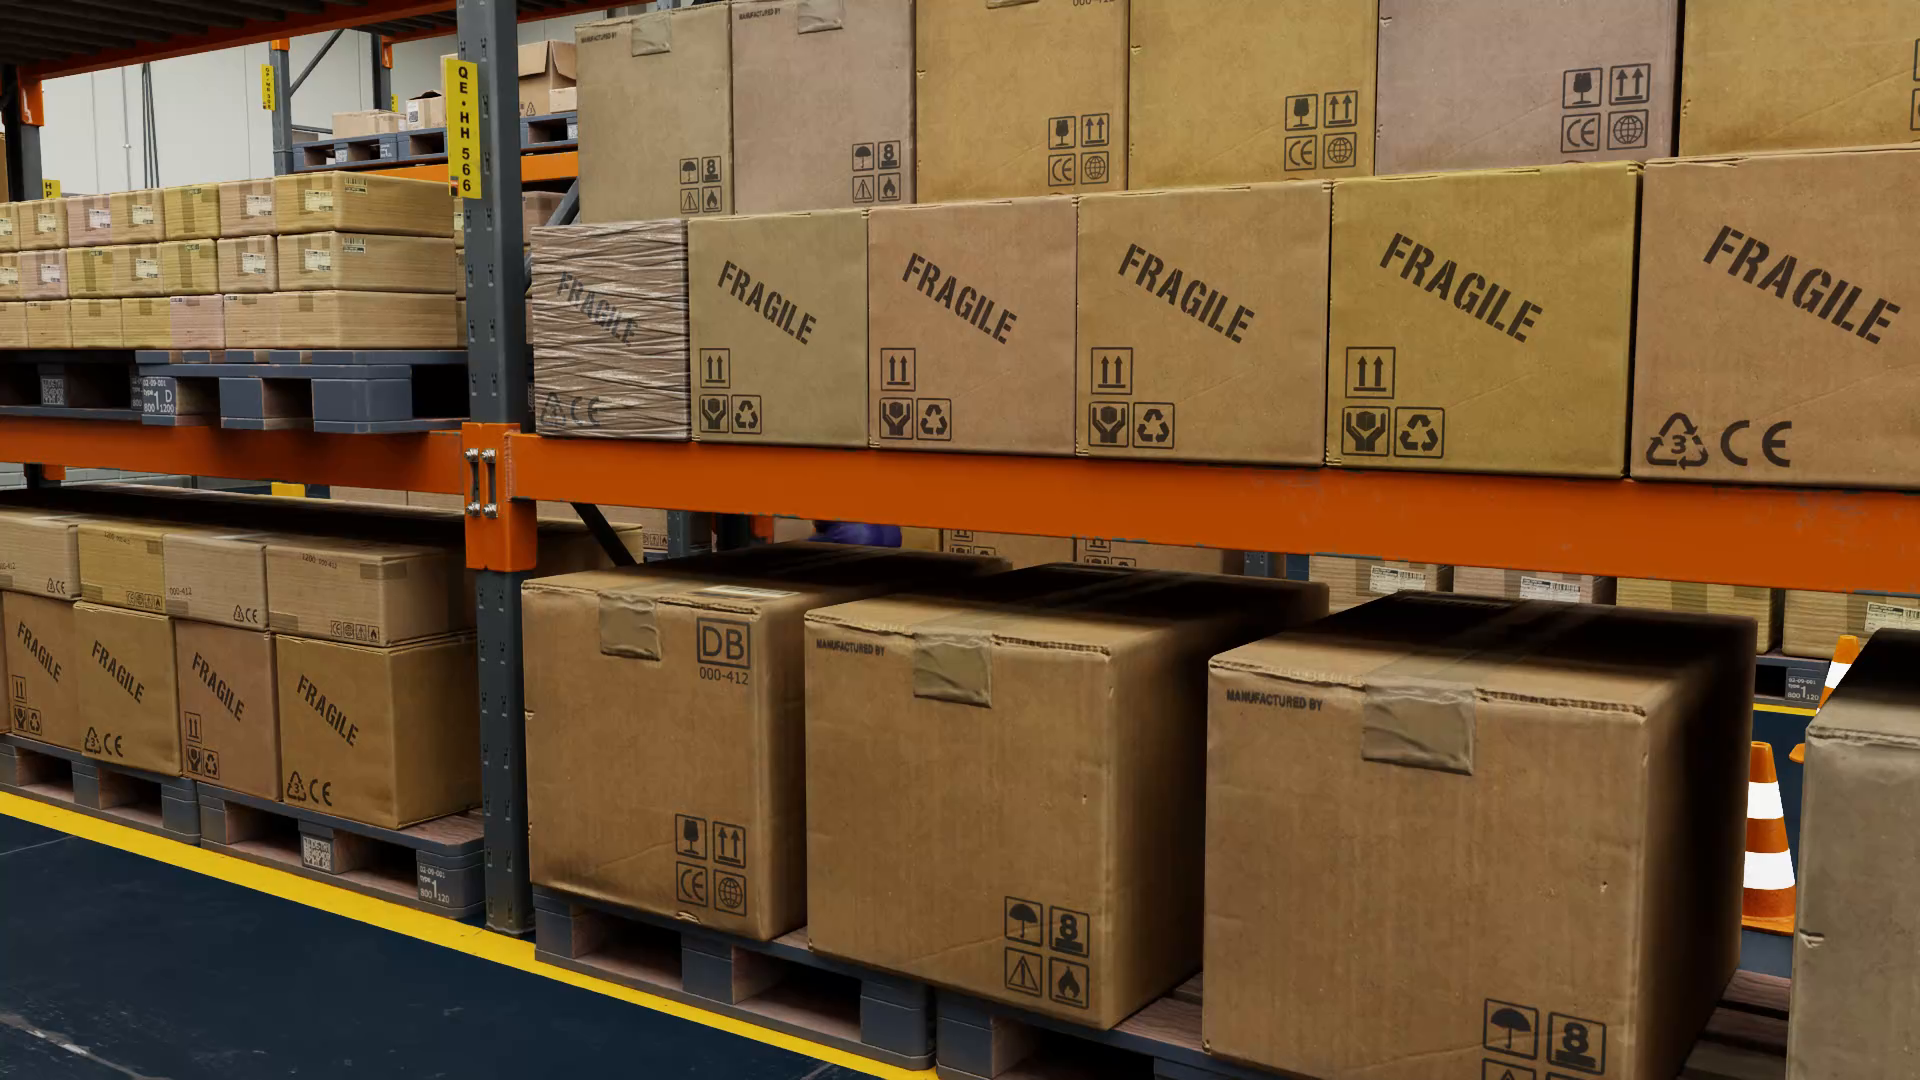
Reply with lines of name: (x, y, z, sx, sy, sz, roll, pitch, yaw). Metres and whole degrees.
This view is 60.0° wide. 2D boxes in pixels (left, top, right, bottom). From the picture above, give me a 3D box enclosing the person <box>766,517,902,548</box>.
person: (-0.659, 0.023, 7.795, 0.730, 1.226, 0.531, 4, 8, 34)
